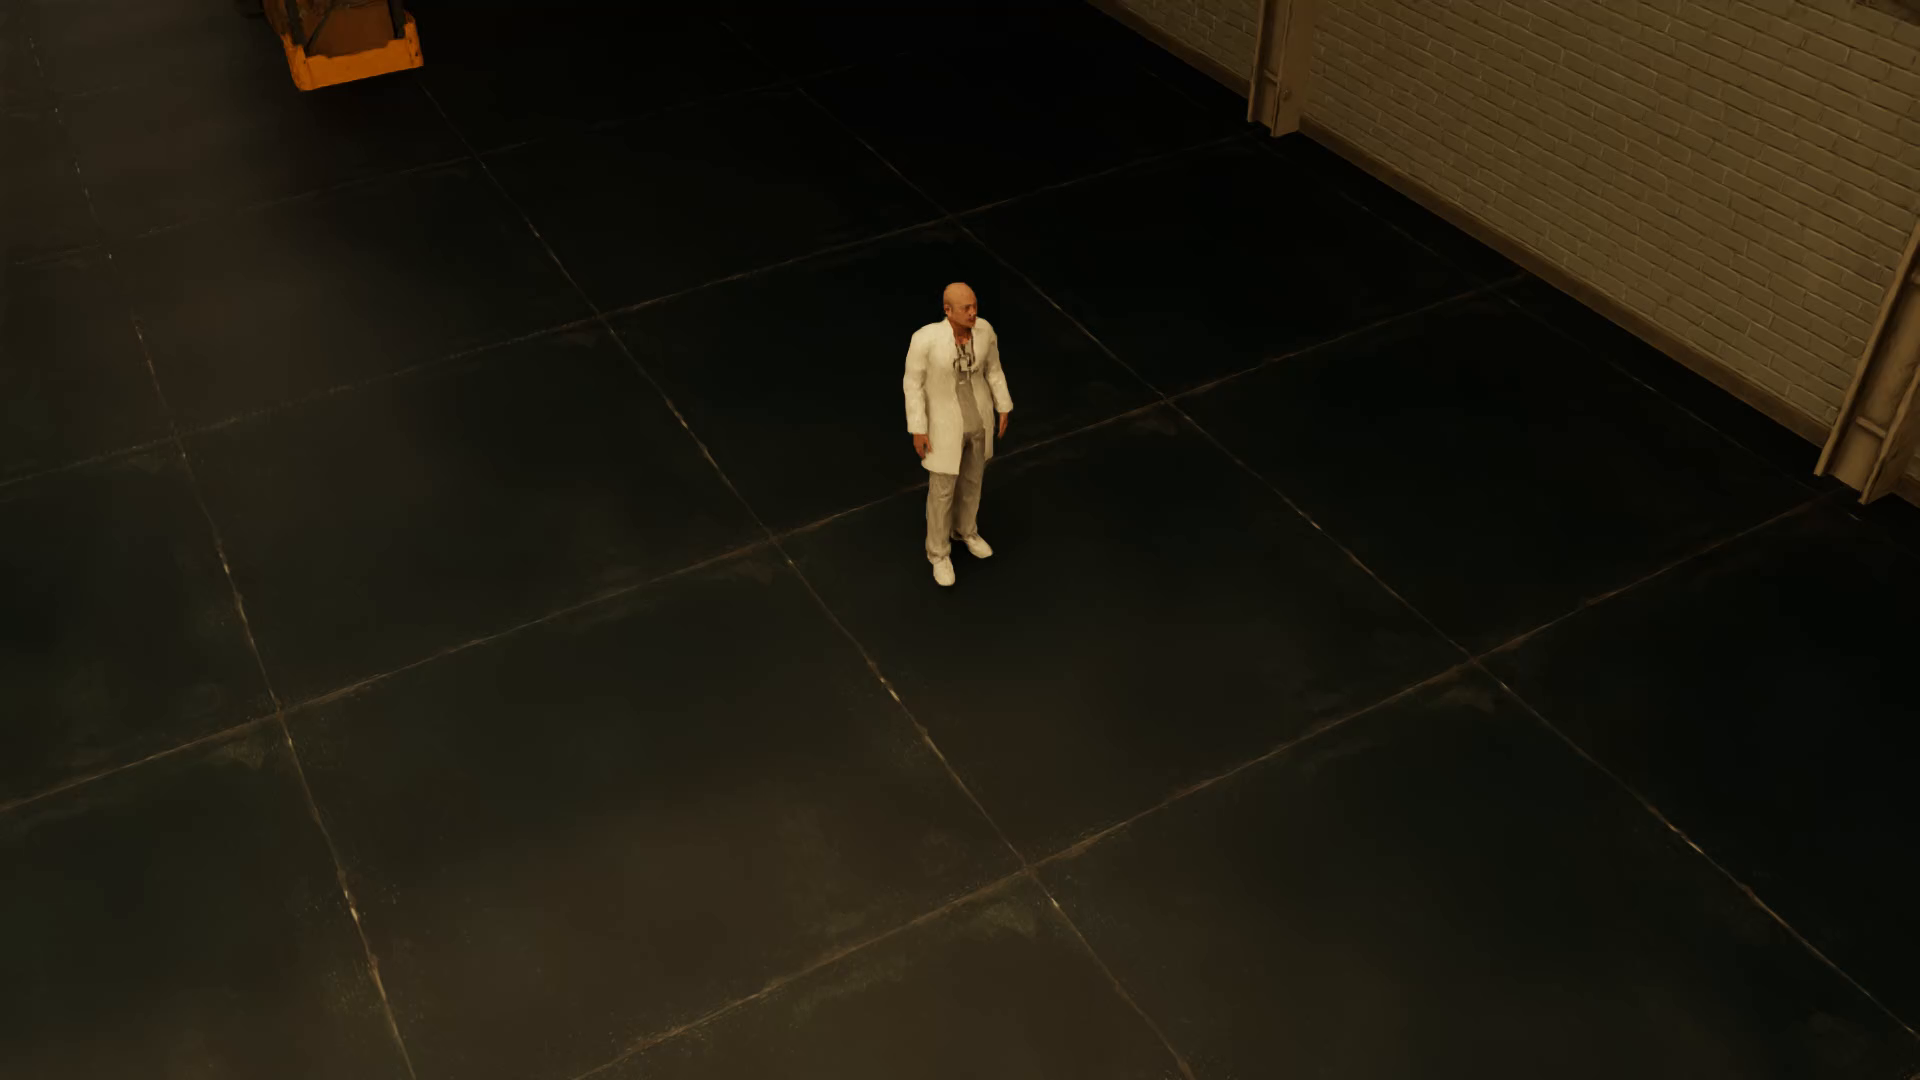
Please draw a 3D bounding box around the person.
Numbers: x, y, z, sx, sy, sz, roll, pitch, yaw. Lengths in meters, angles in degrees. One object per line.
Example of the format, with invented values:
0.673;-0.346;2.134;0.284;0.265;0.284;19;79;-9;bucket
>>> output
0.042;-0.638;9.697;0.694;1.776;0.579;-20;44;-23;person
